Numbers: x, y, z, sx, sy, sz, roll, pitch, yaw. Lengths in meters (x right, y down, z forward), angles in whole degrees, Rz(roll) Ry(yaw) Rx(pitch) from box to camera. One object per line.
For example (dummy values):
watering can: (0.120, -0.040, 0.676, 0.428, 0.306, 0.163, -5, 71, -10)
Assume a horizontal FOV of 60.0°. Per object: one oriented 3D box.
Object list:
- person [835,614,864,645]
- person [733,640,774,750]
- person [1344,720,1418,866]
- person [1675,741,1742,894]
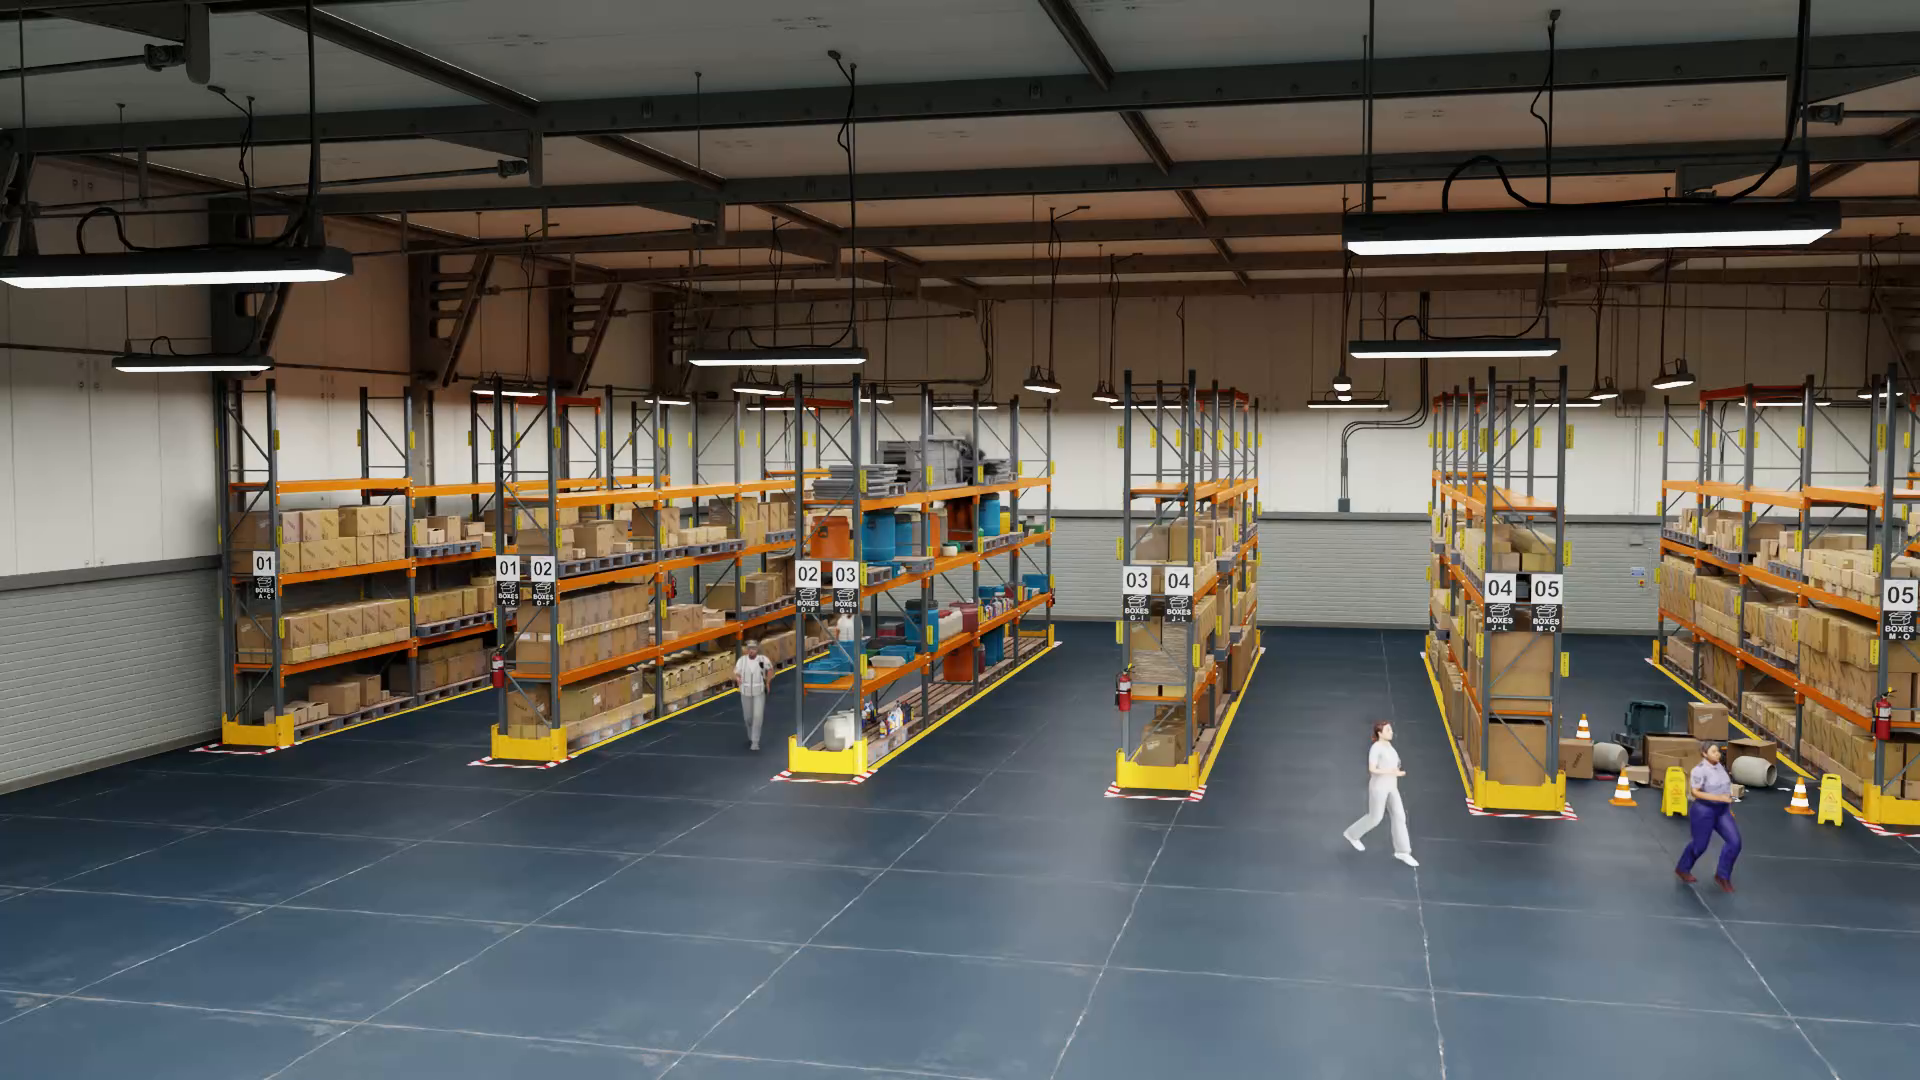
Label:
person: (-2.288, 2.137, 34.342, 0.621, 1.617, 0.554, 0, 3, 4)
person: (-3.377, 2.488, 27.210, 0.647, 1.768, 0.943, 0, 3, -2)
person: (5.004, 3.001, 19.752, 0.566, 1.622, 0.956, -3, 5, -44)
person: (8.350, 3.084, 18.553, 0.604, 1.698, 0.718, -1, 4, -24)
